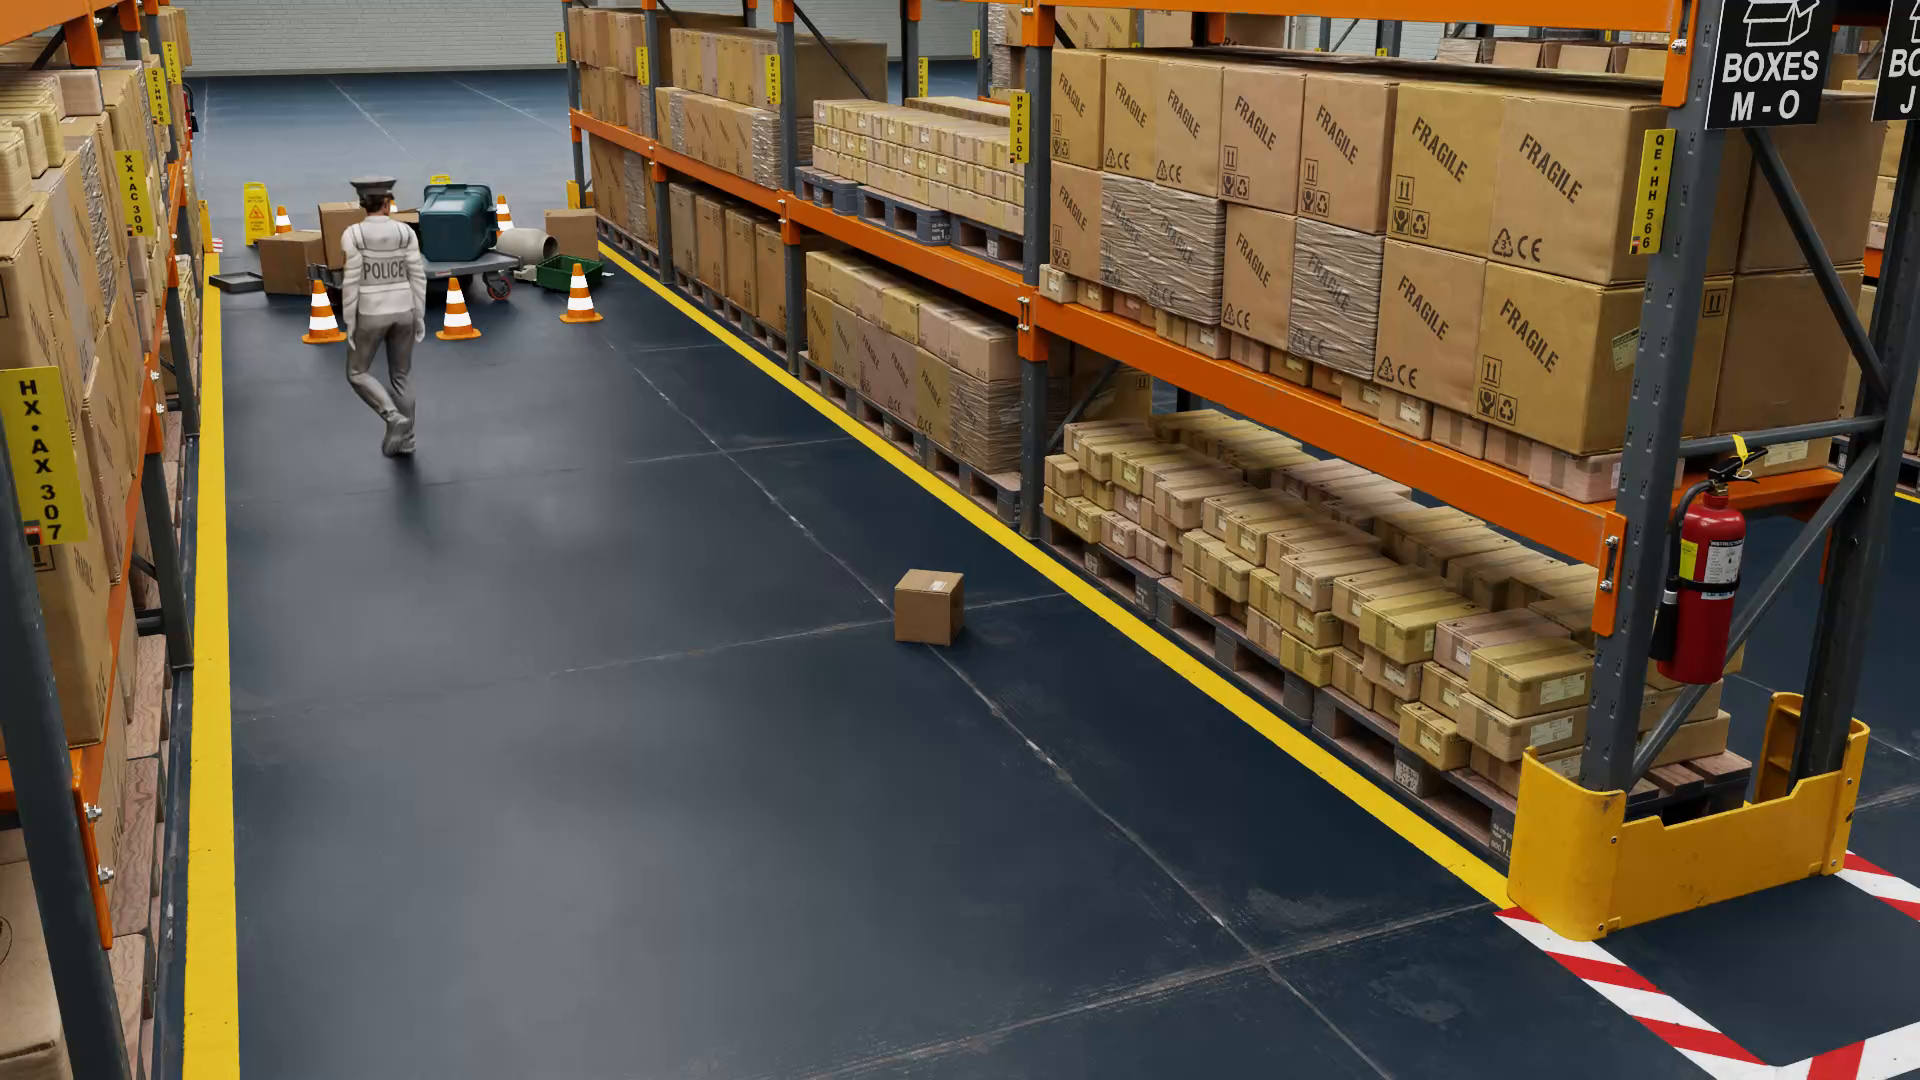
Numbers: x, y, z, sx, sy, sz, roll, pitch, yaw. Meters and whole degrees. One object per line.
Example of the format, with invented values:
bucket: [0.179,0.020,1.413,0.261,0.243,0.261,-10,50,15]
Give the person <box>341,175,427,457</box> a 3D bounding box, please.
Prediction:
person: [-3.378,-1.292,9.763,0.504,1.660,0.548,-15,24,-38]
